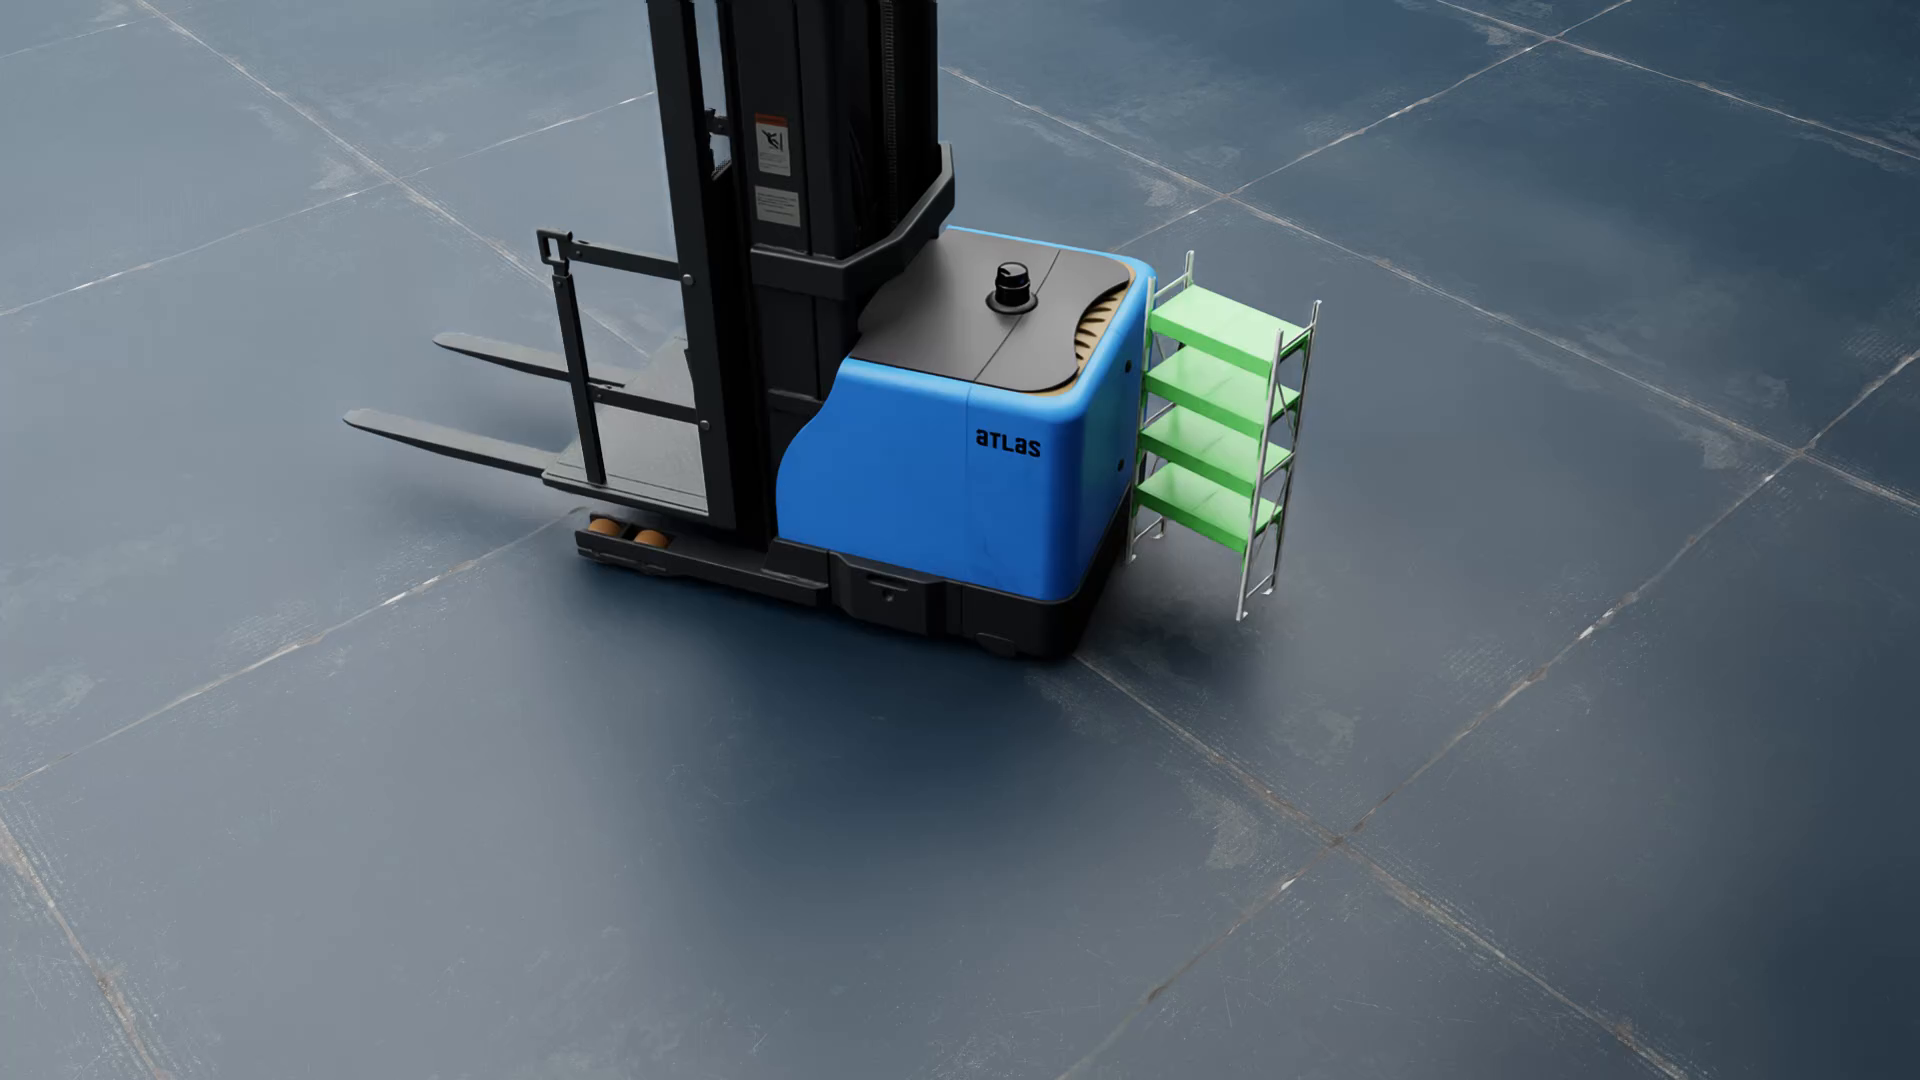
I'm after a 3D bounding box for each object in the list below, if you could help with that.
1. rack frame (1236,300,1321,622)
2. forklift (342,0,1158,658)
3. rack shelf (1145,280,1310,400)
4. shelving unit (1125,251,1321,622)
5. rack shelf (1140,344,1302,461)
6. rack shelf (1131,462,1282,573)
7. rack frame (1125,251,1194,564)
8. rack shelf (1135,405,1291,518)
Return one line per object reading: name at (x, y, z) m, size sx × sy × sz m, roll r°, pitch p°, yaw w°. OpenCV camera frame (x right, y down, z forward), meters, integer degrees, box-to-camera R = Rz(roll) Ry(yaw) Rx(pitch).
rack frame at (1.063, -0.236, 5.587) m, size 0.015 × 1.200 × 0.240 m, roll 29°, pitch 47°, yaw 31°
forklift at (-0.876, -1.306, 5.535) m, size 3.031 × 2.935 × 1.130 m, roll 13°, pitch 41°, yaw 16°
rack shelf at (0.879, -0.660, 5.450) m, size 0.480 × 0.148 × 0.258 m, roll 29°, pitch 47°, yaw 31°
shelving unit at (0.879, -0.336, 5.711) m, size 0.503 × 1.200 × 0.258 m, roll 29°, pitch 47°, yaw 31°
rack shelf at (0.879, -0.473, 5.601) m, size 0.480 × 0.148 × 0.258 m, roll 29°, pitch 47°, yaw 31°
rack shelf at (0.879, -0.100, 5.902) m, size 0.480 × 0.148 × 0.258 m, roll 29°, pitch 47°, yaw 31°
rack frame at (0.694, -0.437, 5.836) m, size 0.015 × 1.200 × 0.240 m, roll 29°, pitch 47°, yaw 31°
rack shelf at (0.879, -0.287, 5.751) m, size 0.480 × 0.148 × 0.258 m, roll 29°, pitch 47°, yaw 31°
